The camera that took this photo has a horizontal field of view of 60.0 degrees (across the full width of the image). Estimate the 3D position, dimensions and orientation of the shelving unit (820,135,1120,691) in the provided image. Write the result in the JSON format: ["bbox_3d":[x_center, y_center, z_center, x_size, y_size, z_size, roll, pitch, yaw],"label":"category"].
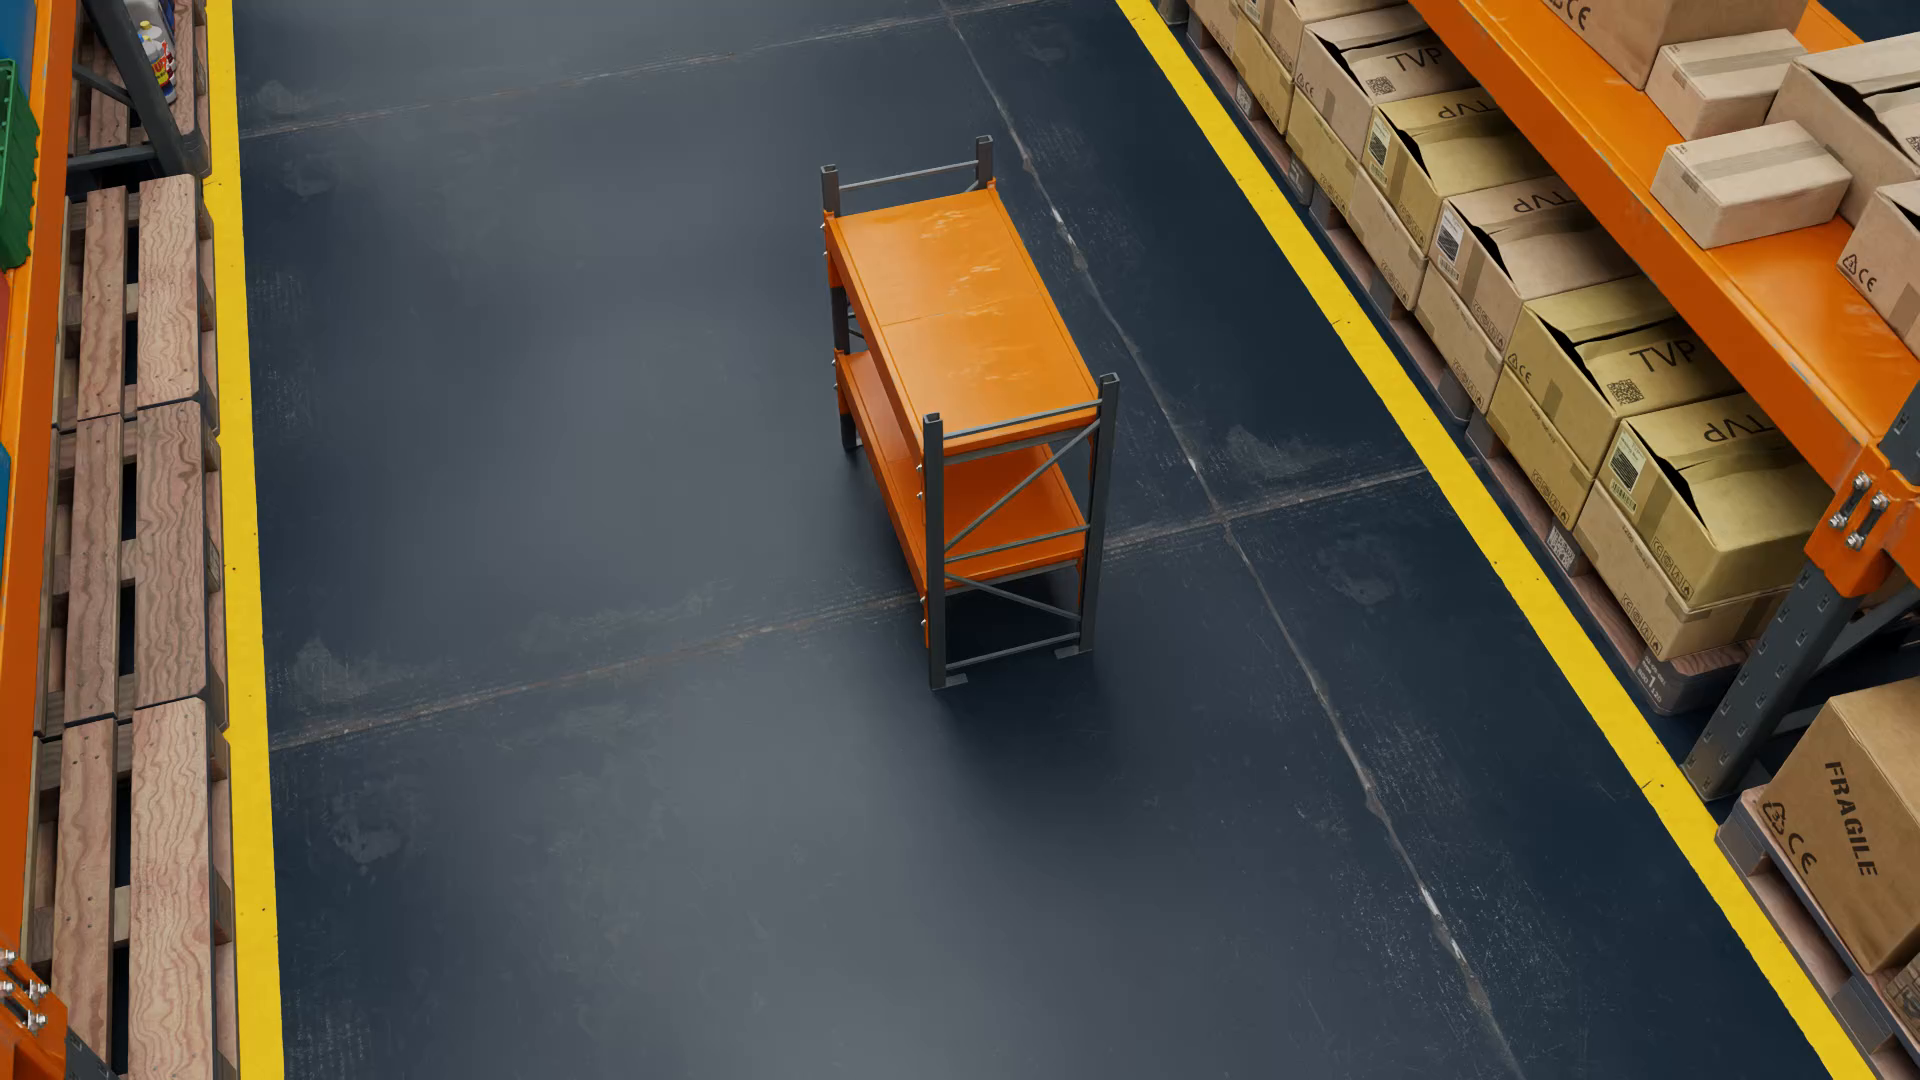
[{"bbox_3d":[0.002,-0.358,4.816,0.538,1.125,1.048,-13,51,-11],"label":"shelving unit"}]

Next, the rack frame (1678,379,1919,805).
[{"bbox_3d":[2.529,-0.389,3.616,1.000,3.000,0.127,-13,51,-11],"label":"rack frame"}]

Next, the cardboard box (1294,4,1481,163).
[{"bbox_3d":[1.528,-1.638,5.826,0.500,0.311,0.500,-15,51,-12],"label":"cardboard box"}]

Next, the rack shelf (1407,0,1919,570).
[{"bbox_3d":[1.938,-1.618,5.123,1.077,0.370,4.000,-13,51,-11],"label":"rack shelf"}]

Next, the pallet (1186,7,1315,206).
[{"bbox_3d":[1.602,-1.883,6.699,1.003,0.211,1.213,-13,51,-11],"label":"pallet"}]

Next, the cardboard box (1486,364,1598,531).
[{"bbox_3d":[1.985,-0.343,5.101,0.500,0.250,0.500,-14,51,-11],"label":"cardboard box"}]

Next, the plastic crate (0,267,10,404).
[{"bbox_3d":[-2.389,-0.542,3.703,0.402,0.464,0.583,-13,51,-11],"label":"plastic crate"}]

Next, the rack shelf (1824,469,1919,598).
[{"bbox_3d":[3.121,1.303,2.660,1.077,0.370,4.000,-13,51,-11],"label":"rack shelf"}]

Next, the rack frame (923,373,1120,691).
[{"bbox_3d":[0.152,0.014,4.503,0.500,1.125,0.032,-13,51,-11],"label":"rack frame"}]

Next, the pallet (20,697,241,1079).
[{"bbox_3d":[-2.396,1.052,4.225,1.003,0.211,1.213,-13,51,-11],"label":"pallet"}]

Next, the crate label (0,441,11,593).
[{"bbox_3d":[-2.239,-0.070,3.324,0.502,0.435,0.616,-13,51,-11],"label":"crate label"}]

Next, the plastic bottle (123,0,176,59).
[{"bbox_3d":[-3.184,-2.019,6.484,0.152,0.276,0.135,-12,51,-10],"label":"plastic bottle"}]

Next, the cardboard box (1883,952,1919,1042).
[{"bbox_3d":[2.551,1.053,3.748,0.500,0.500,0.500,-15,51,-12],"label":"cardboard box"}]

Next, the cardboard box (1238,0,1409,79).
[{"bbox_3d":[1.374,-2.015,6.144,0.500,0.311,0.500,-14,51,-11],"label":"cardboard box"}]

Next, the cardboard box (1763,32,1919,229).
[{"bbox_3d":[2.450,-1.057,4.238,0.500,0.311,0.500,-14,51,-11],"label":"cardboard box"}]

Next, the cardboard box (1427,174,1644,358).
[{"bbox_3d":[1.833,-0.893,5.198,0.500,0.311,0.500,-14,51,-11],"label":"cardboard box"}]

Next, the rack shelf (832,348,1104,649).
[{"bbox_3d":[0.002,-0.200,5.003,0.538,0.278,1.000,-13,51,-11],"label":"rack shelf"}]

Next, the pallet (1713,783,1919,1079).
[{"bbox_3d":[2.714,1.064,4.215,1.003,0.211,1.213,-13,51,-11],"label":"pallet"}]

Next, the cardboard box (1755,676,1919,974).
[{"bbox_3d":[2.391,0.672,4.069,0.500,0.500,0.500,-11,51,-9],"label":"cardboard box"}]

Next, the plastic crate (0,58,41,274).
[{"bbox_3d":[-2.602,-0.917,4.200,0.450,0.188,0.662,-13,51,-11],"label":"plastic crate"}]

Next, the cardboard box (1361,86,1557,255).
[{"bbox_3d":[1.687,-1.260,5.507,0.500,0.311,0.500,-12,51,-10],"label":"cardboard box"}]

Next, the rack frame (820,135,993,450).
[{"bbox_3d":[-0.148,-0.729,5.129,0.500,1.125,0.032,-13,51,-11],"label":"rack frame"}]

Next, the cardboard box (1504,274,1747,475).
[{"bbox_3d":[1.979,-0.524,4.887,0.500,0.311,0.500,-14,51,-12],"label":"cardboard box"}]

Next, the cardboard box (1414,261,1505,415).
[{"bbox_3d":[1.839,-0.711,5.411,0.500,0.250,0.500,-12,51,-10],"label":"cardboard box"}]

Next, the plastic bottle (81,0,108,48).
[{"bbox_3d":[-3.366,-2.132,6.530,0.144,0.351,0.185,-13,51,-11],"label":"plastic bottle"}]

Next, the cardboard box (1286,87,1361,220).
[{"bbox_3d":[1.535,-1.458,6.041,0.500,0.250,0.500,-15,51,-12],"label":"cardboard box"}]

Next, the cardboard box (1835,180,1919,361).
[{"bbox_3d":[2.464,-0.636,3.882,0.500,0.311,0.500,-10,51,-9],"label":"cardboard box"}]

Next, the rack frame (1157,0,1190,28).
[{"bbox_3d":[1.347,-3.311,6.079,1.000,3.000,0.127,-13,51,-11],"label":"rack frame"}]

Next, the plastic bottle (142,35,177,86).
[{"bbox_3d":[-3.092,-1.839,6.381,0.097,0.201,0.097,0,50,0],"label":"plastic bottle"}]

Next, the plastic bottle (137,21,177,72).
[{"bbox_3d":[-3.122,-1.914,6.444,0.097,0.201,0.097,0,50,0],"label":"plastic bottle"}]

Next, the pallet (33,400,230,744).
[{"bbox_3d":[-2.753,0.163,4.975,1.003,0.211,1.213,-13,51,-11],"label":"pallet"}]

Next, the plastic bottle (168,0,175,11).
[{"bbox_3d":[-3.285,-2.303,6.674,0.144,0.351,0.185,-15,52,-13],"label":"plastic bottle"}]

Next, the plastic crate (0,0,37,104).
[{"bbox_3d":[-2.763,-1.453,4.523,0.392,0.384,0.575,-13,51,-11],"label":"plastic crate"}]

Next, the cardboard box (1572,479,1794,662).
[{"bbox_3d":[2.141,0.033,4.784,0.500,0.250,0.500,-12,51,-10],"label":"cardboard box"}]

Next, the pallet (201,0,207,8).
[{"bbox_3d":[-3.910,-2.687,7.377,1.003,0.211,1.213,-13,51,-11],"label":"pallet"}]

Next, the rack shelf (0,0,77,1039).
[{"bbox_3d":[-2.795,-0.501,4.181,1.077,0.370,4.000,-13,51,-11],"label":"rack shelf"}]

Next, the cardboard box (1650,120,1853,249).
[{"bbox_3d":[1.999,-0.903,4.213,0.380,0.149,0.250,-13,51,-11],"label":"cardboard box"}]

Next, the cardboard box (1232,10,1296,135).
[{"bbox_3d":[1.379,-1.835,6.359,0.500,0.250,0.500,-12,51,-10],"label":"cardboard box"}]

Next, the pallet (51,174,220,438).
[{"bbox_3d":[-3.117,-0.730,5.727,1.003,0.211,1.213,-13,51,-11],"label":"pallet"}]

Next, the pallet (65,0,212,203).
[{"bbox_3d":[-3.545,-1.795,6.625,1.003,0.211,1.213,-13,51,-11],"label":"pallet"}]

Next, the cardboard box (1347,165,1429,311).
[{"bbox_3d":[1.684,-1.086,5.727,0.500,0.250,0.500,-12,51,-10],"label":"cardboard box"}]

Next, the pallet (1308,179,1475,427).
[{"bbox_3d":[1.966,-0.990,5.946,1.003,0.211,1.213,-13,51,-11],"label":"pallet"}]

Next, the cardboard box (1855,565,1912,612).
[{"bbox_3d":[2.655,-0.087,4.885,0.500,0.250,0.500,-13,51,-11],"label":"cardboard box"}]

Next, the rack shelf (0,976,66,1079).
[{"bbox_3d":[-1.612,2.421,1.718,1.077,0.370,4.000,-13,51,-11],"label":"rack shelf"}]

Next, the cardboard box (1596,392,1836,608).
[{"bbox_3d":[2.139,-0.146,4.568,0.500,0.311,0.500,-12,51,-10],"label":"cardboard box"}]

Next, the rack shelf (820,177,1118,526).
[{"bbox_3d":[0.002,-0.546,4.592,0.538,0.278,1.000,-13,51,-11],"label":"rack shelf"}]

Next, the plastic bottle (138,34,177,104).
[{"bbox_3d":[-3.062,-1.788,6.292,0.097,0.271,0.097,0,50,0],"label":"plastic bottle"}]

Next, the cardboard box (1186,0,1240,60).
[{"bbox_3d":[1.229,-2.209,6.674,0.500,0.250,0.500,-14,51,-12],"label":"cardboard box"}]

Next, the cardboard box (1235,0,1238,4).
[{"bbox_3d":[1.231,-2.382,6.453,0.500,0.311,0.500,-13,51,-11],"label":"cardboard box"}]

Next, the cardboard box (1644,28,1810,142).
[{"bbox_3d":[2.098,-1.227,4.487,0.380,0.149,0.250,-10,51,-8],"label":"cardboard box"}]

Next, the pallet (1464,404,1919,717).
[{"bbox_3d":[2.323,-0.100,5.197,1.003,0.211,1.213,-13,51,-11],"label":"pallet"}]

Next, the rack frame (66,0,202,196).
[{"bbox_3d":[-3.386,-2.193,5.137,1.000,3.000,0.127,-13,51,-11],"label":"rack frame"}]

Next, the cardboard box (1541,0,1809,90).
[{"bbox_3d":[2.018,-1.643,4.608,0.500,0.500,0.500,-16,52,-13],"label":"cardboard box"}]

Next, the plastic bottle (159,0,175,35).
[{"bbox_3d":[-3.229,-2.165,6.558,0.144,0.351,0.185,-12,51,-10],"label":"plastic bottle"}]
